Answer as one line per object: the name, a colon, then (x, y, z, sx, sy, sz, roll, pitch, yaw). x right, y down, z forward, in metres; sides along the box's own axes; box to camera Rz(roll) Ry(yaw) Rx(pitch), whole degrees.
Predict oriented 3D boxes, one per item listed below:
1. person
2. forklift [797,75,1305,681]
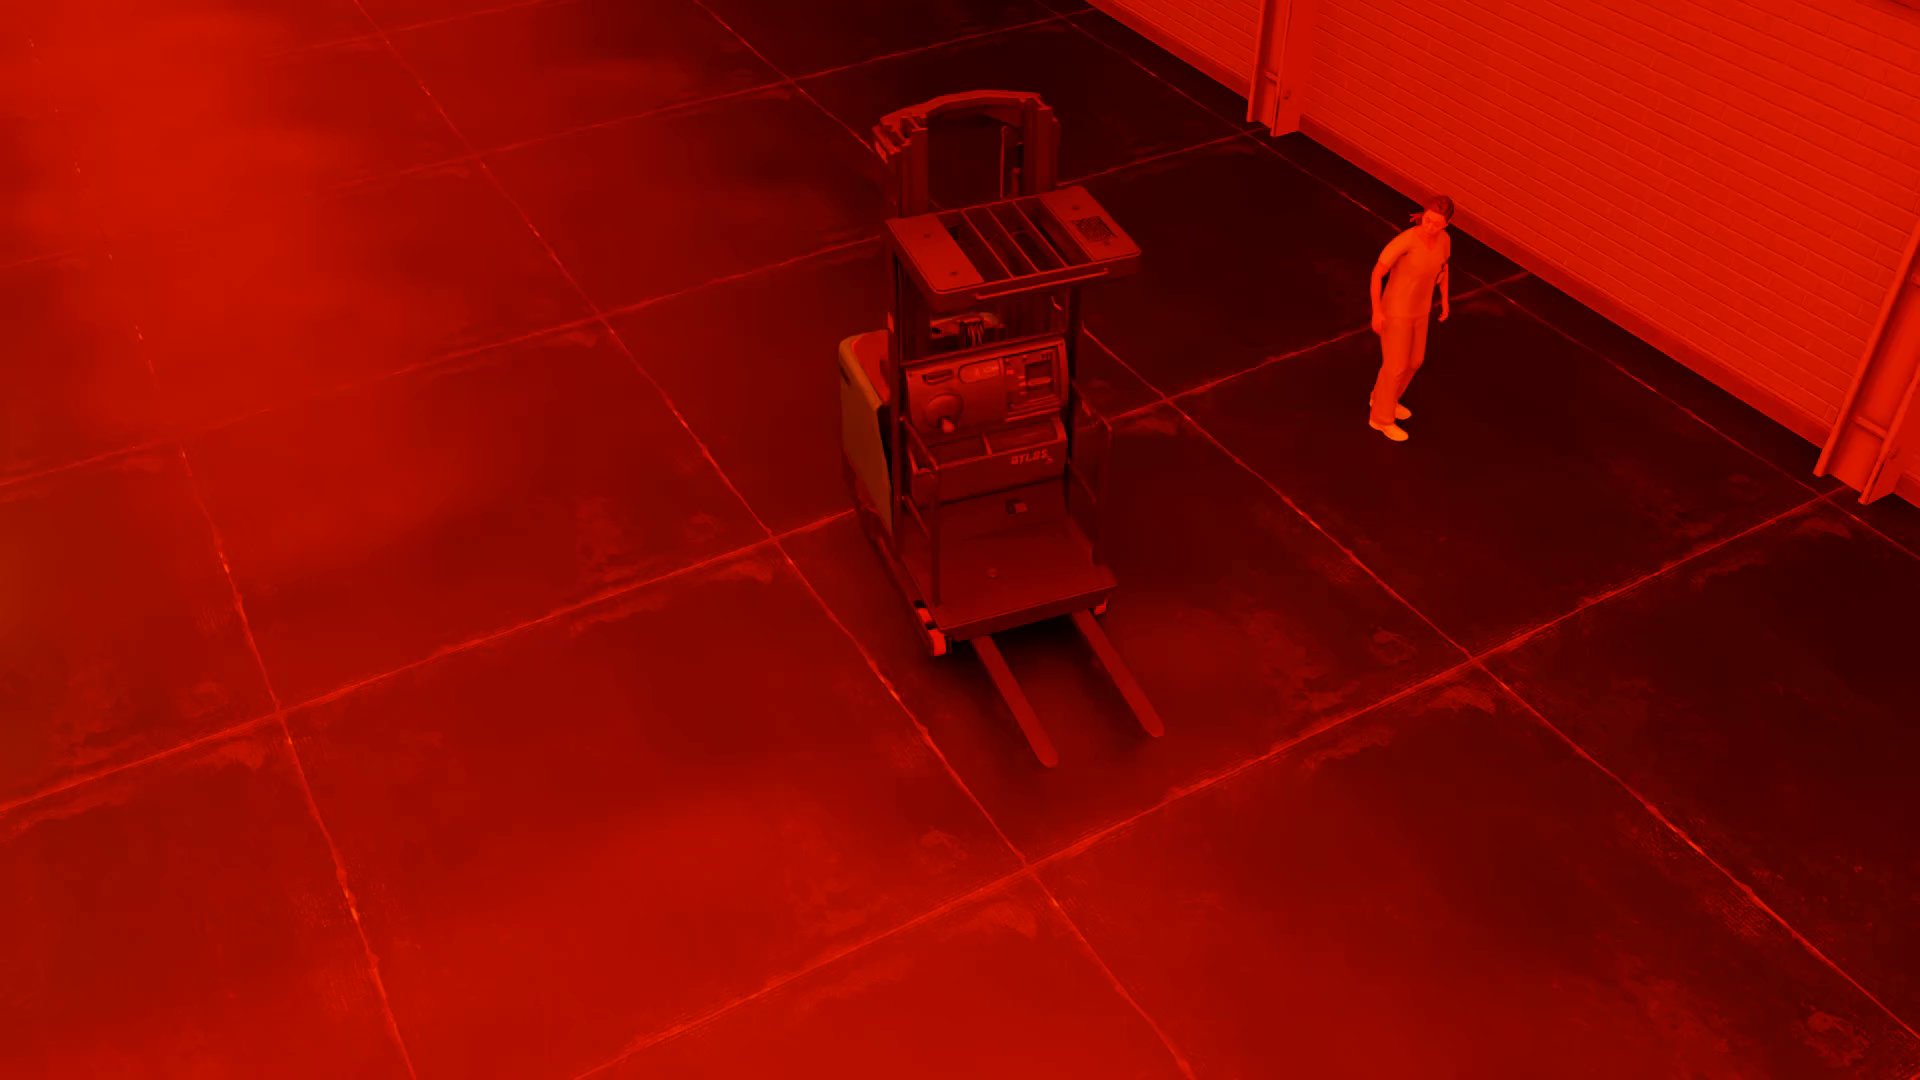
person: (2.907, -1.487, 10.815, 0.465, 1.674, 0.380, -23, 45, -26)
forklift: (0.531, -0.911, 9.135, 3.031, 2.935, 1.130, 24, 45, 26)
